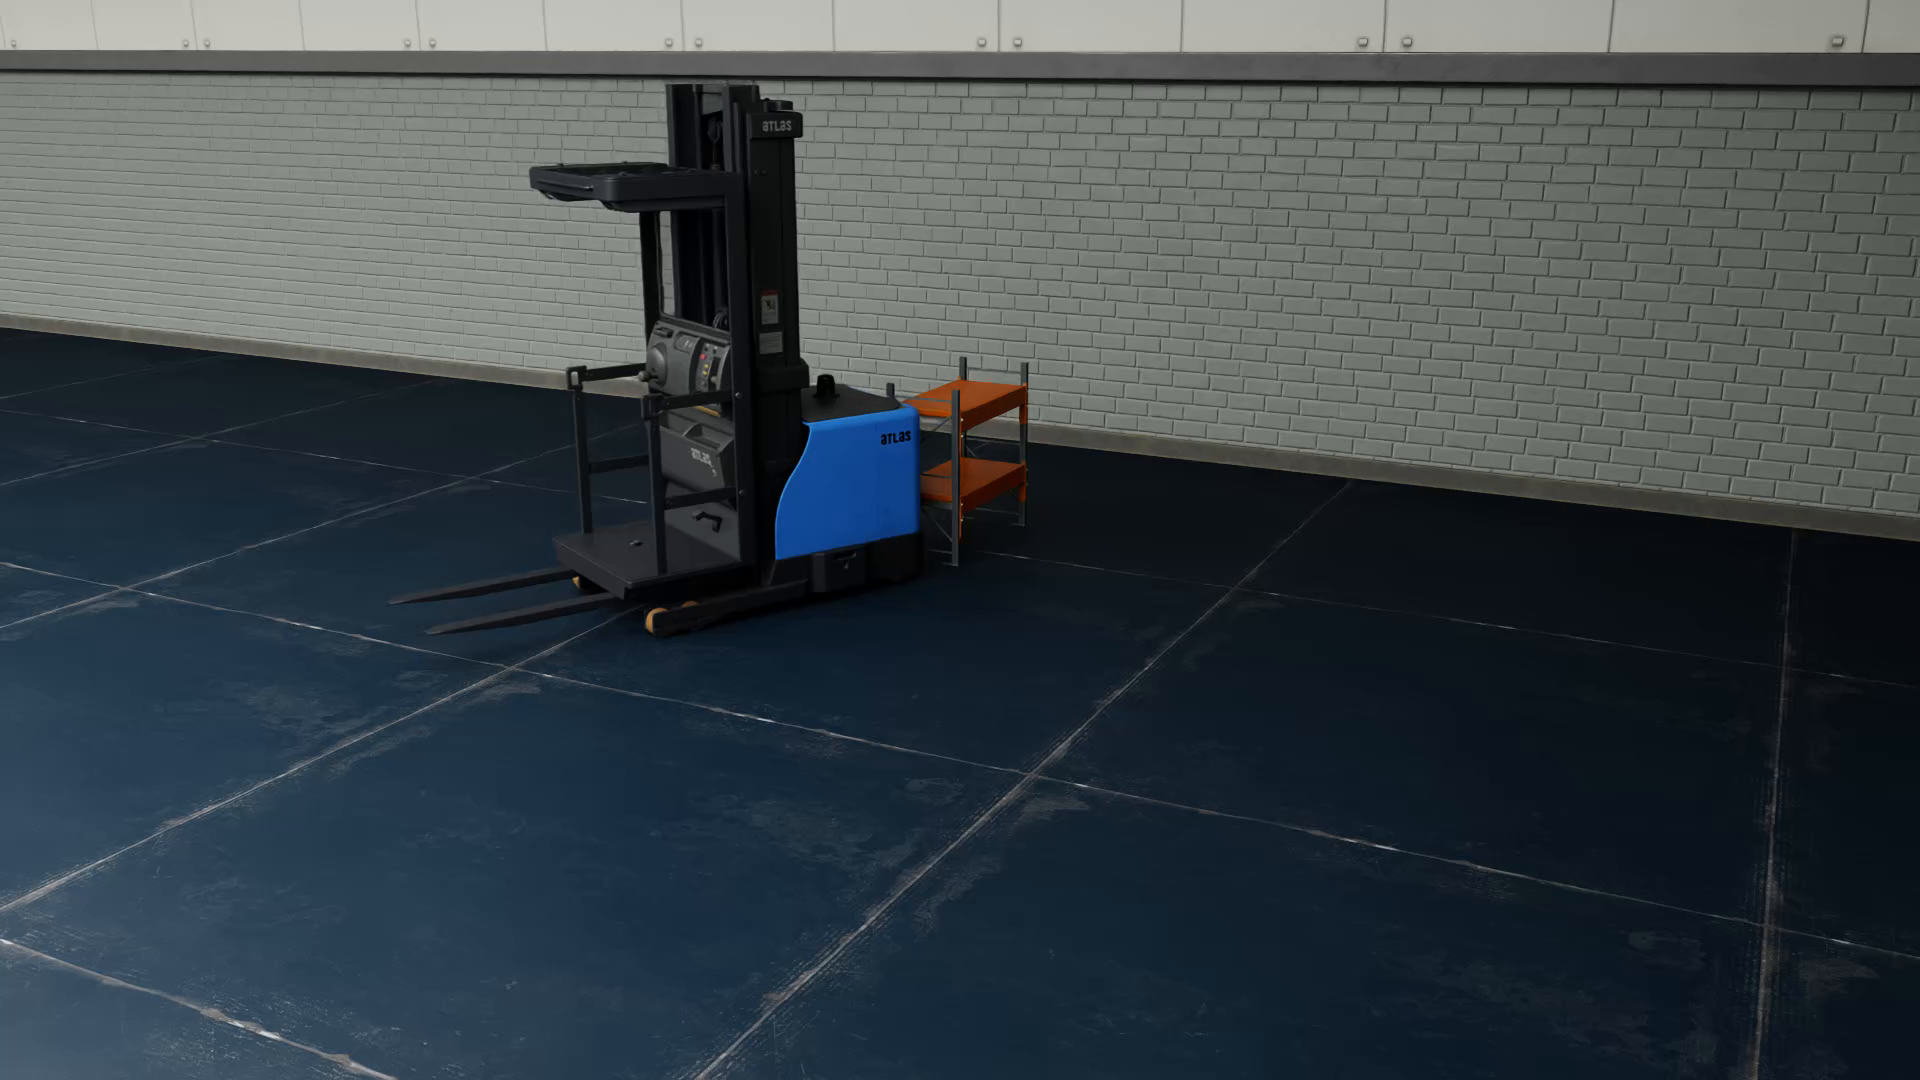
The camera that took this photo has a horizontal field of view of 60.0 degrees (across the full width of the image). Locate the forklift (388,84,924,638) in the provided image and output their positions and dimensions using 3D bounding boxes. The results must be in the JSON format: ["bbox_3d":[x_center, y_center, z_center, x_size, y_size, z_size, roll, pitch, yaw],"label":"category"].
[{"bbox_3d":[-1.717,-1.034,9.358,3.031,2.935,1.130,-12,20,-34],"label":"forklift"}]

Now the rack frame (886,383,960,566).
[{"bbox_3d":[-0.230,-0.408,10.422,0.500,1.125,0.032,8,18,25],"label":"rack frame"}]

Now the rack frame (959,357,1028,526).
[{"bbox_3d":[0.224,-0.667,11.294,0.500,1.125,0.032,8,18,25],"label":"rack frame"}]

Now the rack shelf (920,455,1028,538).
[{"bbox_3d":[-0.003,-0.303,10.928,0.538,0.278,1.000,8,18,25],"label":"rack shelf"}]

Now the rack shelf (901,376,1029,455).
[{"bbox_3d":[-0.003,-0.818,10.775,0.538,0.278,1.000,8,18,25],"label":"rack shelf"}]

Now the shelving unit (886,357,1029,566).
[{"bbox_3d":[-0.003,-0.538,10.858,0.538,1.125,1.048,8,18,25],"label":"shelving unit"}]
